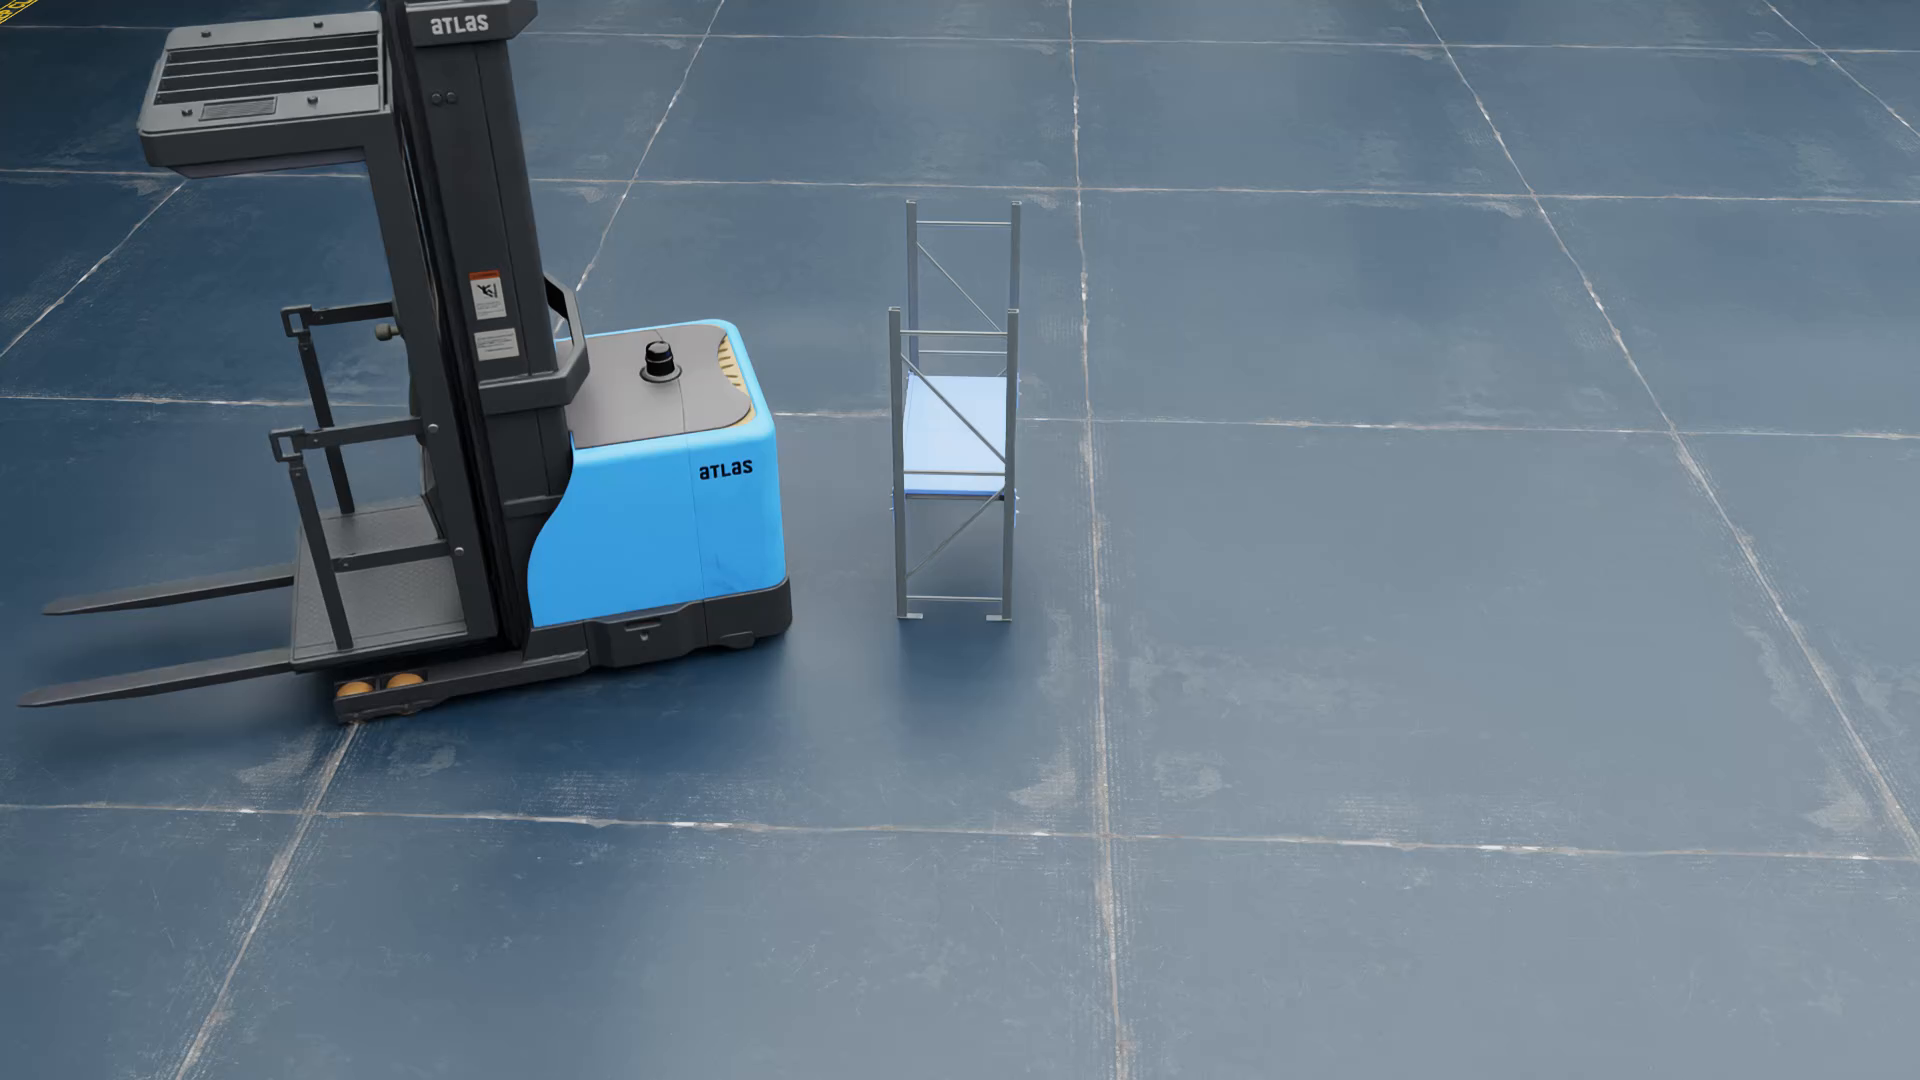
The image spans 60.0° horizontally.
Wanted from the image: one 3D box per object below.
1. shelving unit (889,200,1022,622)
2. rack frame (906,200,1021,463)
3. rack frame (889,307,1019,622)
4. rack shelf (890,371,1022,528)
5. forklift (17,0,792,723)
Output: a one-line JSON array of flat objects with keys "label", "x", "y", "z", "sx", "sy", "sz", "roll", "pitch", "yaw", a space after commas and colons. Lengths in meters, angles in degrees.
[{"label": "shelving unit", "x": -0.003, "y": -0.565, "z": 7.249, "sx": 0.538, "sy": 1.500, "sz": 1.048, "roll": 1, "pitch": 35, "yaw": 2}, {"label": "rack frame", "x": 0.017, "y": -0.857, "z": 7.665, "sx": 0.500, "sy": 1.500, "sz": 0.032, "roll": 1, "pitch": 35, "yaw": 2}, {"label": "rack frame", "x": -0.024, "y": -0.273, "z": 6.833, "sx": 0.500, "sy": 1.500, "sz": 0.032, "roll": 1, "pitch": 35, "yaw": 2}, {"label": "rack shelf", "x": -0.003, "y": -0.417, "z": 7.352, "sx": 0.538, "sy": 0.185, "sz": 1.000, "roll": 1, "pitch": 35, "yaw": 2}, {"label": "forklift", "x": -2.295, "y": -0.801, "z": 6.340, "sx": 3.031, "sy": 2.935, "sz": 1.130, "roll": -9, "pitch": 36, "yaw": -13}]
